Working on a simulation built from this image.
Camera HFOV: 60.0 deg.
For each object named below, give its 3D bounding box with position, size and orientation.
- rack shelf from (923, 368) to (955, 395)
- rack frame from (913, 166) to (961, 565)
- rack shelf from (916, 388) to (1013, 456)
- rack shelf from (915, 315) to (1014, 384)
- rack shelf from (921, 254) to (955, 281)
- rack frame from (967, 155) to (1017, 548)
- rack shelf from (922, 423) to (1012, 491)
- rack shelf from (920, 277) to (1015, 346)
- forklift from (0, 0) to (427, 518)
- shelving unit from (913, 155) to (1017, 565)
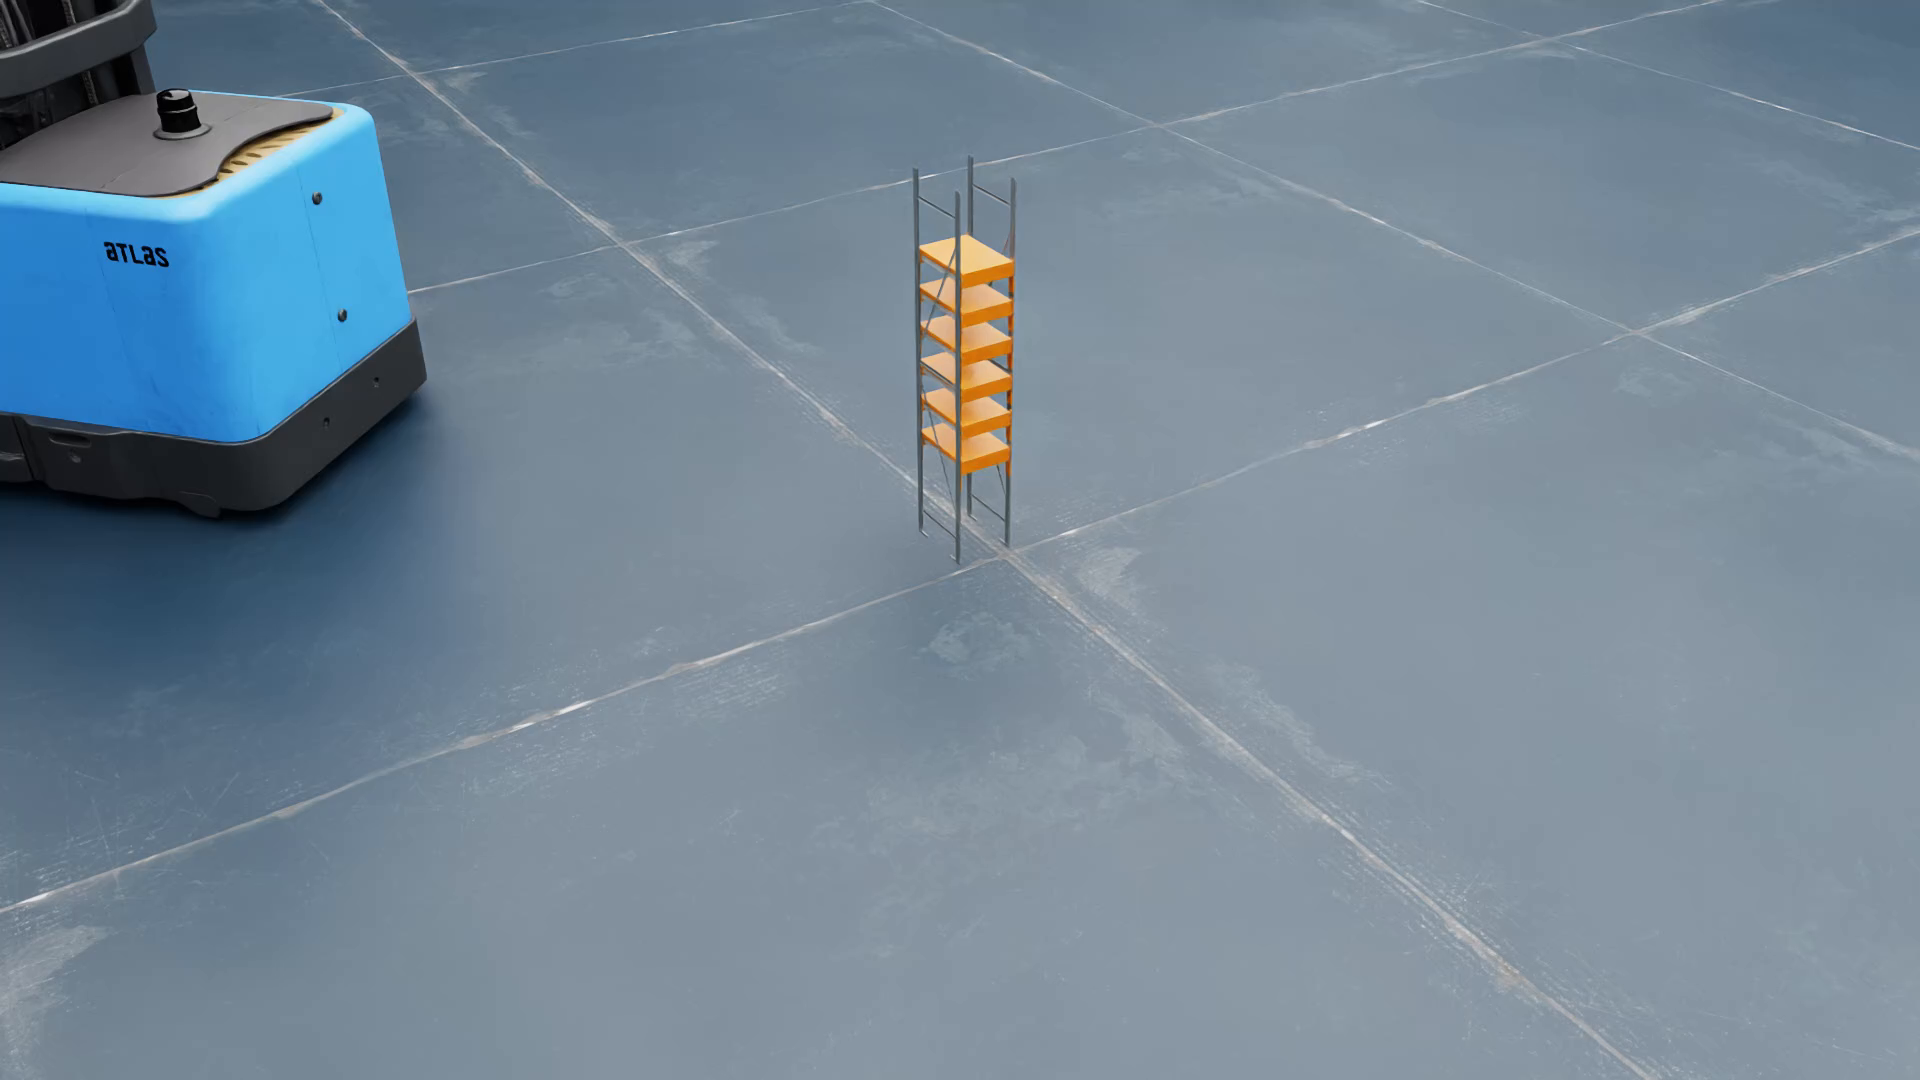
[{"bbox_3d":[0.012,-0.491,4.950,0.166,0.020,0.199,-19,37,-27],"label":"rack shelf"},{"bbox_3d":[-0.065,-0.485,4.895,0.006,1.200,0.240,-19,37,-27],"label":"rack frame"},{"bbox_3d":[0.012,-0.373,5.024,0.180,0.103,0.258,-19,37,-27],"label":"rack shelf"},{"bbox_3d":[0.012,-0.576,4.896,0.180,0.103,0.258,-19,37,-27],"label":"rack shelf"},{"bbox_3d":[0.012,-0.795,4.758,0.166,0.020,0.199,-19,37,-27],"label":"rack shelf"},{"bbox_3d":[0.089,-0.538,4.978,0.006,1.200,0.240,-19,37,-27],"label":"rack frame"},{"bbox_3d":[0.012,-0.271,5.088,0.180,0.103,0.258,-19,37,-27],"label":"rack shelf"},{"bbox_3d":[0.012,-0.677,4.832,0.180,0.103,0.258,-19,37,-27],"label":"rack shelf"},{"bbox_3d":[-3.511,-1.696,5.274,3.031,2.843,1.129,8,33,12],"label":"forklift"},{"bbox_3d":[0.012,-0.512,4.937,0.189,1.200,0.258,-19,37,-27],"label":"shelving unit"}]
